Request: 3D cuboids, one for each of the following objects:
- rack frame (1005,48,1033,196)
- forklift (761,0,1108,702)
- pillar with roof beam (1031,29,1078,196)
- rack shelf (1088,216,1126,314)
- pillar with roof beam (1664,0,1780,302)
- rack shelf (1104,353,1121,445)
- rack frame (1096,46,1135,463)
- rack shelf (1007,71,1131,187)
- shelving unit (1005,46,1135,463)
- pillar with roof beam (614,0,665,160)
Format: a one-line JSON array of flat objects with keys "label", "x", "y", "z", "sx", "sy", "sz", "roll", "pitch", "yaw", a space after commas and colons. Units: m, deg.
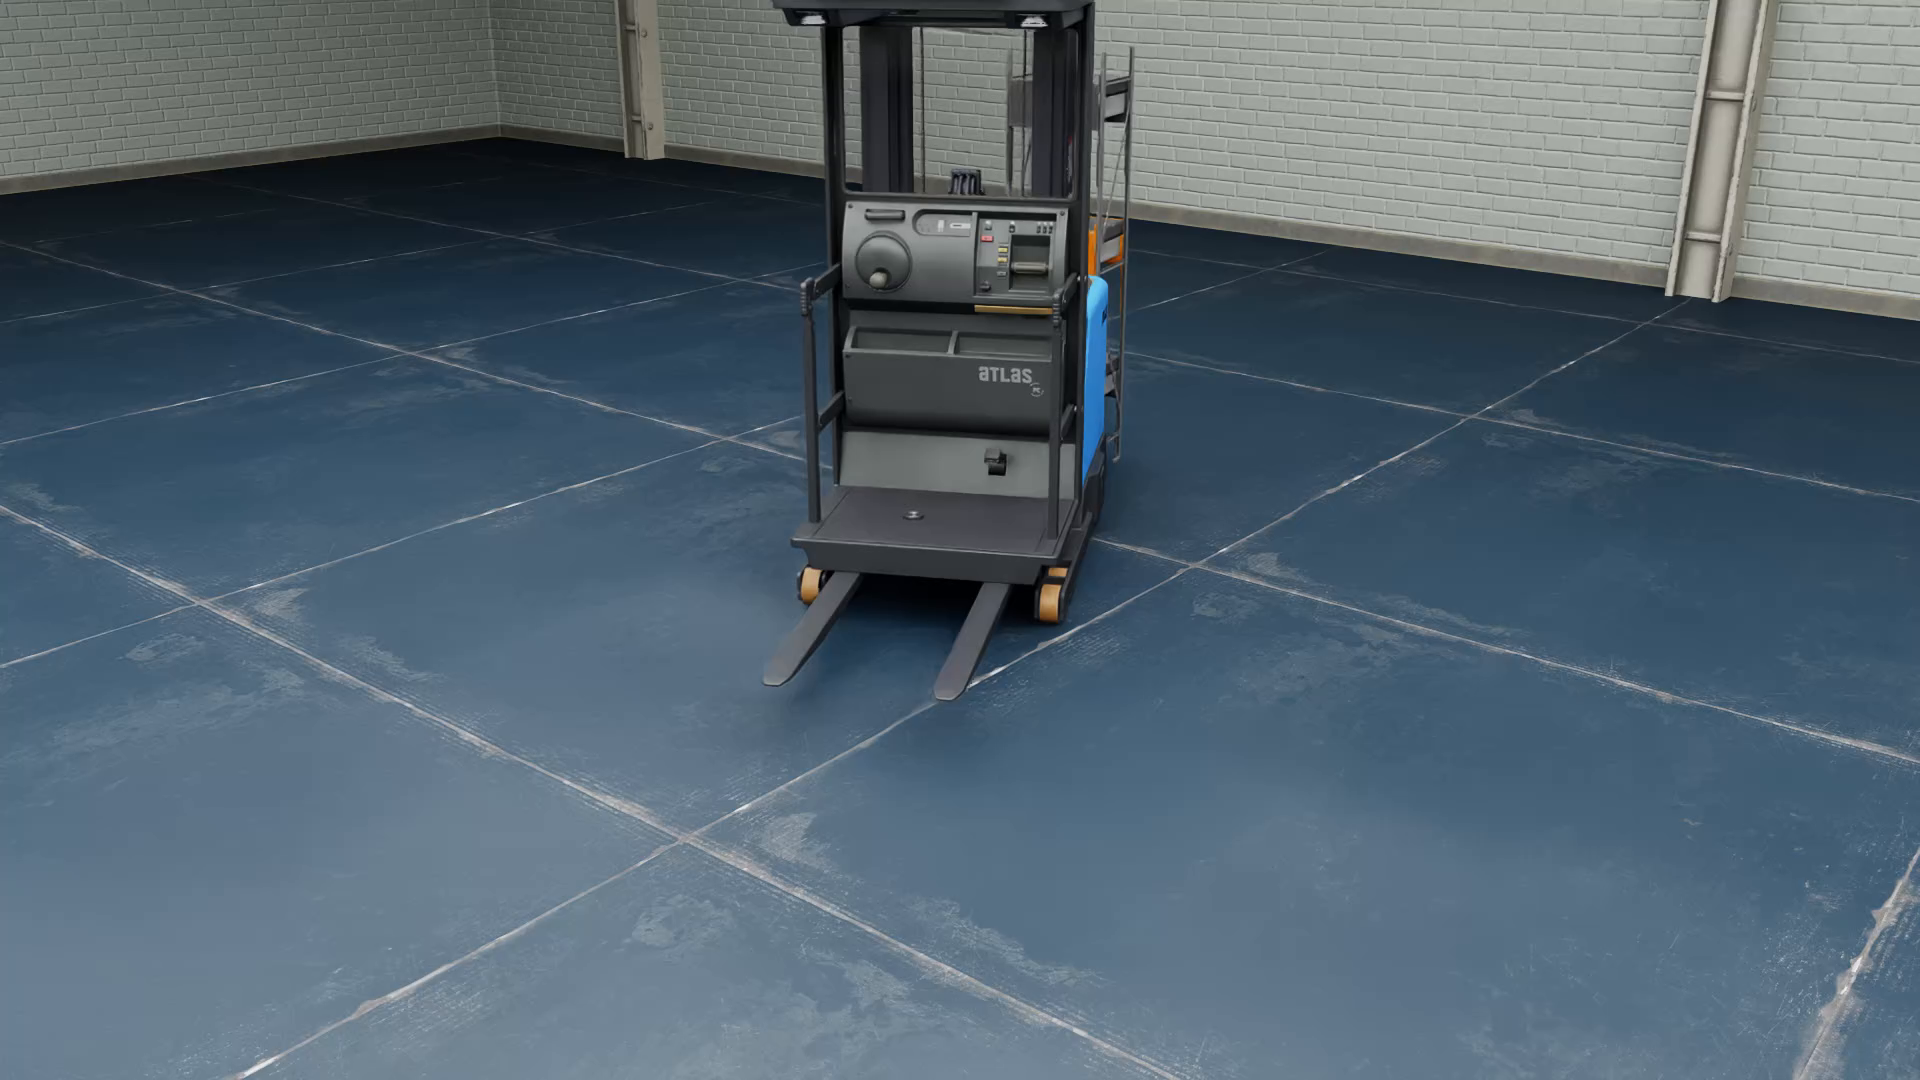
[{"label": "rack frame", "x": 0.319, "y": -1.432, "z": 8.490, "sx": 0.015, "sy": 2.100, "sz": 0.400, "roll": 10, "pitch": 23, "yaw": 25}, {"label": "forklift", "x": -0.062, "y": -1.170, "z": 6.616, "sx": 1.130, "sy": 2.935, "sz": 3.031, "roll": 4, "pitch": 21, "yaw": 10}, {"label": "pillar with roof beam", "x": -1.792, "y": -6.222, "z": 11.414, "sx": 0.400, "sy": 9.000, "sz": 9.100, "roll": 16, "pitch": 26, "yaw": 36}, {"label": "rack shelf", "x": 0.537, "y": -1.381, "z": 8.393, "sx": 0.480, "sy": 0.518, "sz": 0.431, "roll": 10, "pitch": 23, "yaw": 25}, {"label": "pillar with roof beam", "x": 2.856, "y": -4.883, "z": 7.864, "sx": 0.400, "sy": 9.000, "sz": 9.100, "roll": 16, "pitch": 26, "yaw": 36}, {"label": "rack shelf", "x": 0.537, "y": -0.726, "z": 8.639, "sx": 0.480, "sy": 0.518, "sz": 0.431, "roll": 10, "pitch": 23, "yaw": 25}, {"label": "rack frame", "x": 0.755, "y": -1.356, "z": 8.286, "sx": 0.015, "sy": 2.100, "sz": 0.400, "roll": 10, "pitch": 23, "yaw": 25}, {"label": "rack shelf", "x": 0.537, "y": -2.036, "z": 8.146, "sx": 0.480, "sy": 0.518, "sz": 0.431, "roll": 10, "pitch": 23, "yaw": 25}, {"label": "shelving unit", "x": 0.537, "y": -1.394, "z": 8.388, "sx": 0.503, "sy": 2.100, "sz": 0.431, "roll": 10, "pitch": 23, "yaw": 25}, {"label": "pillar with roof beam", "x": -6.441, "y": -7.560, "z": 14.963, "sx": 0.400, "sy": 9.000, "sz": 9.100, "roll": 16, "pitch": 26, "yaw": 36}]
